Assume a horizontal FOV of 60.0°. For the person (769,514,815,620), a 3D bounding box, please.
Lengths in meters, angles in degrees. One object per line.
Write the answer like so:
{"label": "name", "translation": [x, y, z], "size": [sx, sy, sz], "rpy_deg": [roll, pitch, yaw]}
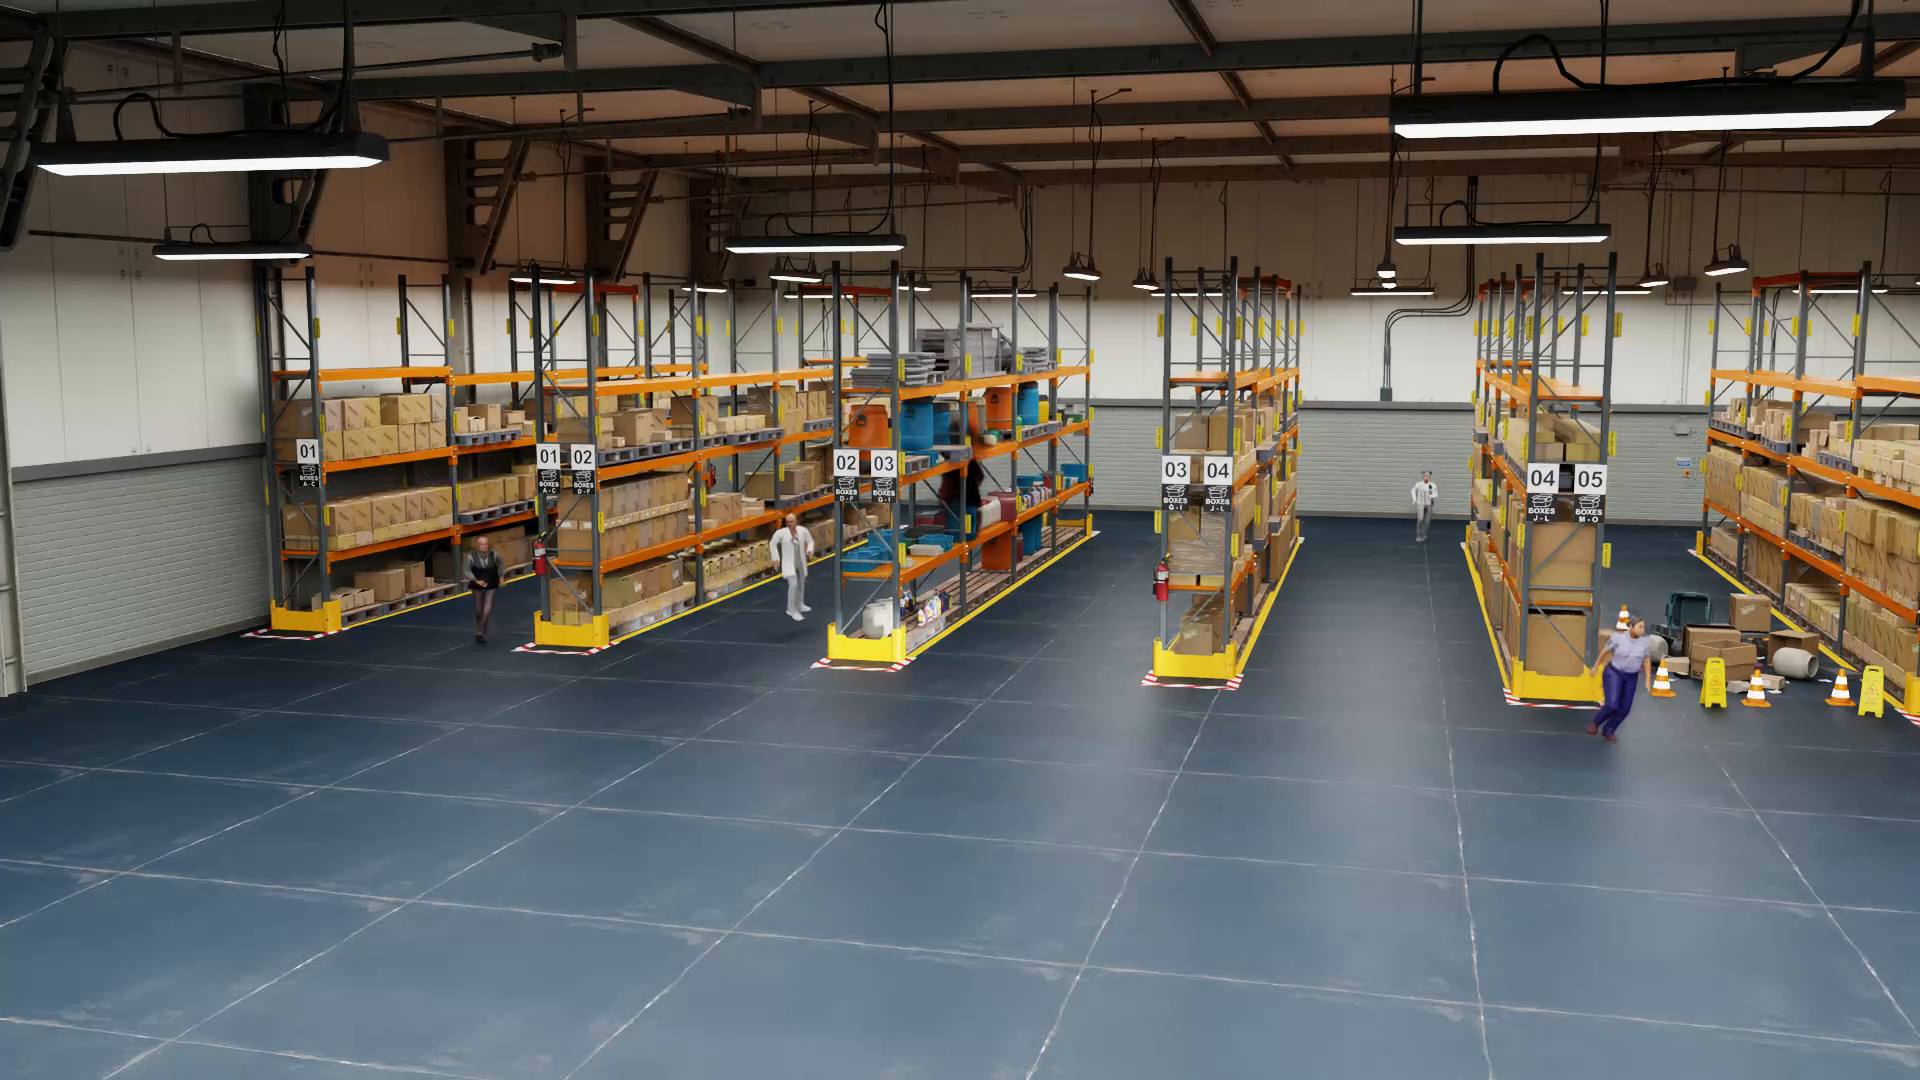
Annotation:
{"label": "person", "translation": [-2.715, 0.429, 27.402], "size": [0.702, 1.757, 0.849], "rpy_deg": [-5, 9, -33]}

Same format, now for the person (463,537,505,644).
{"label": "person", "translation": [-7.656, 0.781, 26.798], "size": [0.649, 1.711, 0.729], "rpy_deg": [-2, 7, -13]}

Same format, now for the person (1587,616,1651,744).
{"label": "person", "translation": [7.982, 1.680, 20.111], "size": [0.638, 1.604, 0.554], "rpy_deg": [-1, 7, -8]}

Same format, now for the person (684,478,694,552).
{"label": "person", "translation": [-6.055, -0.548, 37.119], "size": [0.667, 1.713, 0.711], "rpy_deg": [0, 7, 1]}

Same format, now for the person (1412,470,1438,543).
{"label": "person", "translation": [10.930, -0.790, 39.116], "size": [0.569, 1.712, 0.695], "rpy_deg": [1, 7, 10]}
